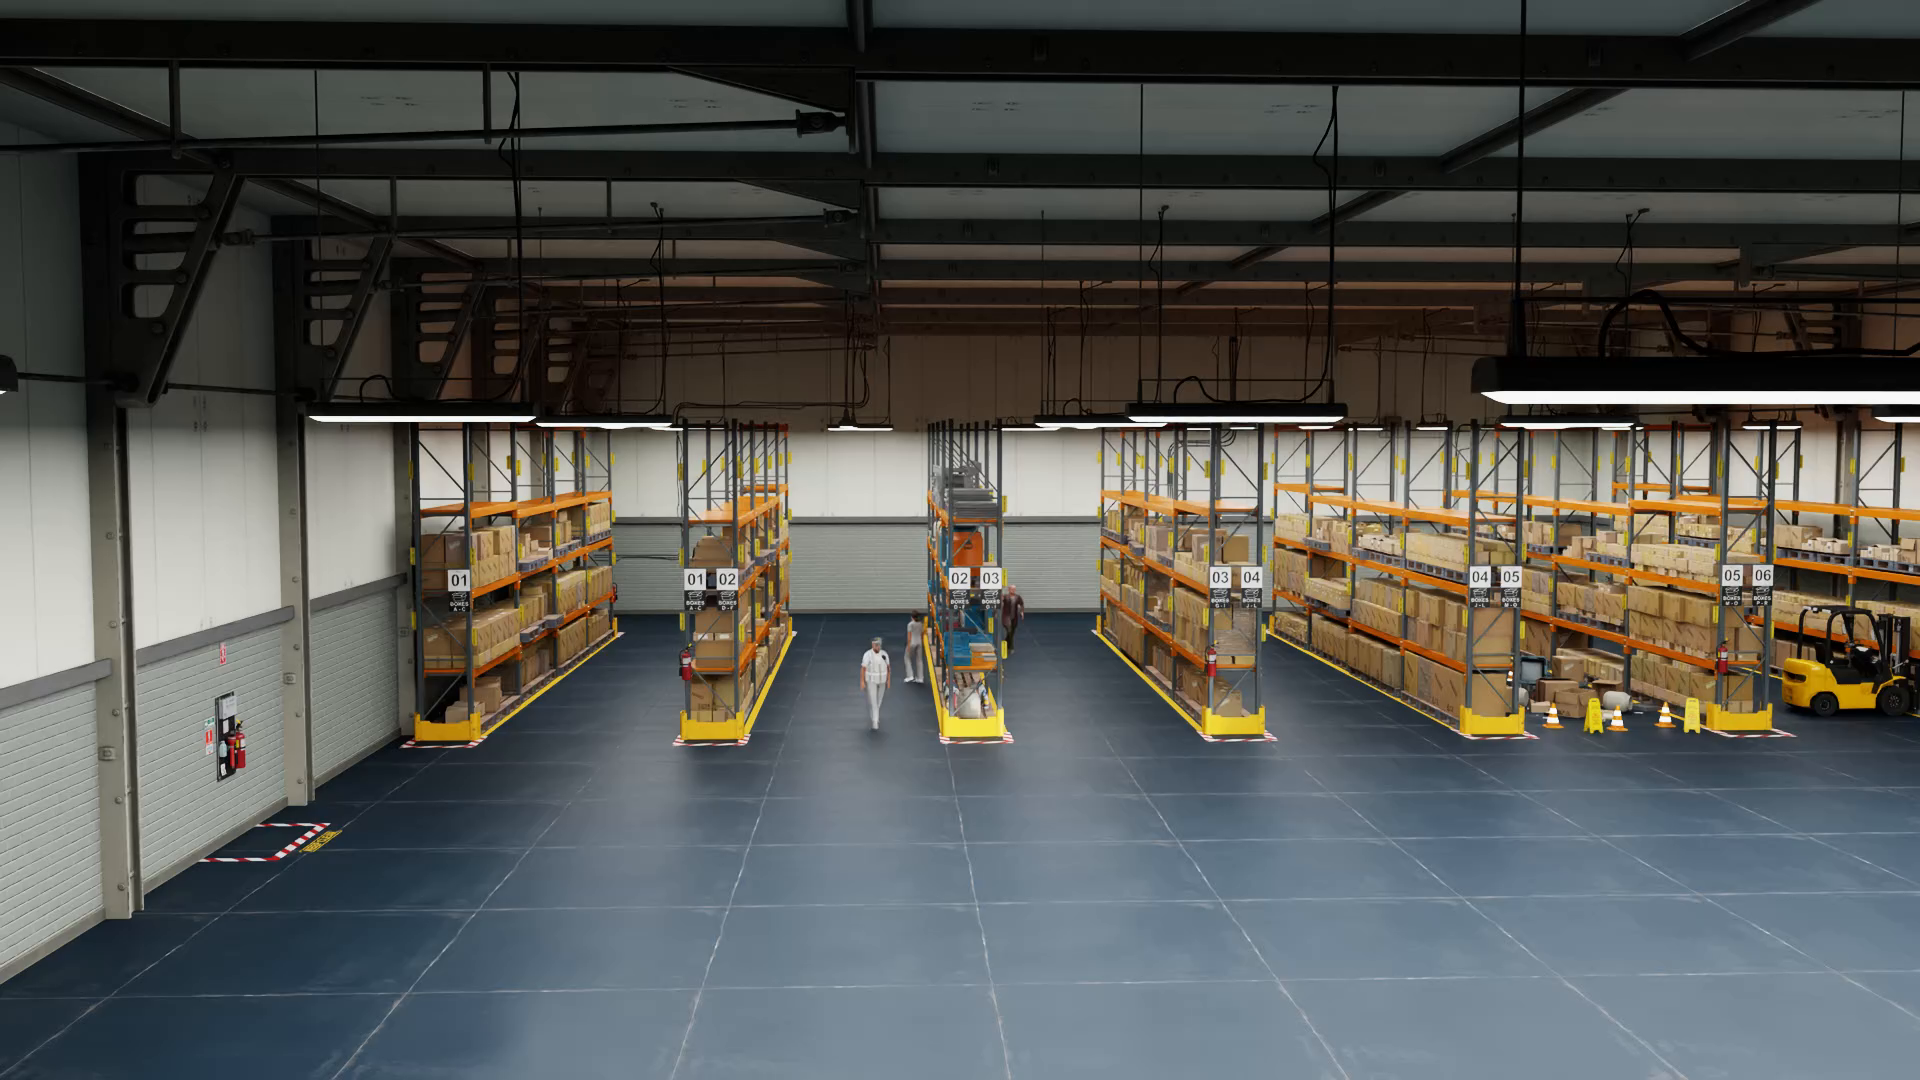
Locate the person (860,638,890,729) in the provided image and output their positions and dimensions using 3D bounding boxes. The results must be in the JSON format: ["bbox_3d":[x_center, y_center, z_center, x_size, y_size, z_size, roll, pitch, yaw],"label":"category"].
[{"bbox_3d":[-1.624,2.761,32.488,0.588,1.720,0.909,-2,4,-31],"label":"person"}]

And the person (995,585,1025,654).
[{"bbox_3d":[1.315,2.061,43.576,0.728,1.776,0.893,-2,4,-24],"label":"person"}]

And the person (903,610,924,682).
[{"bbox_3d":[-1.010,2.459,38.212,0.481,1.695,0.564,-2,4,-33],"label":"person"}]
